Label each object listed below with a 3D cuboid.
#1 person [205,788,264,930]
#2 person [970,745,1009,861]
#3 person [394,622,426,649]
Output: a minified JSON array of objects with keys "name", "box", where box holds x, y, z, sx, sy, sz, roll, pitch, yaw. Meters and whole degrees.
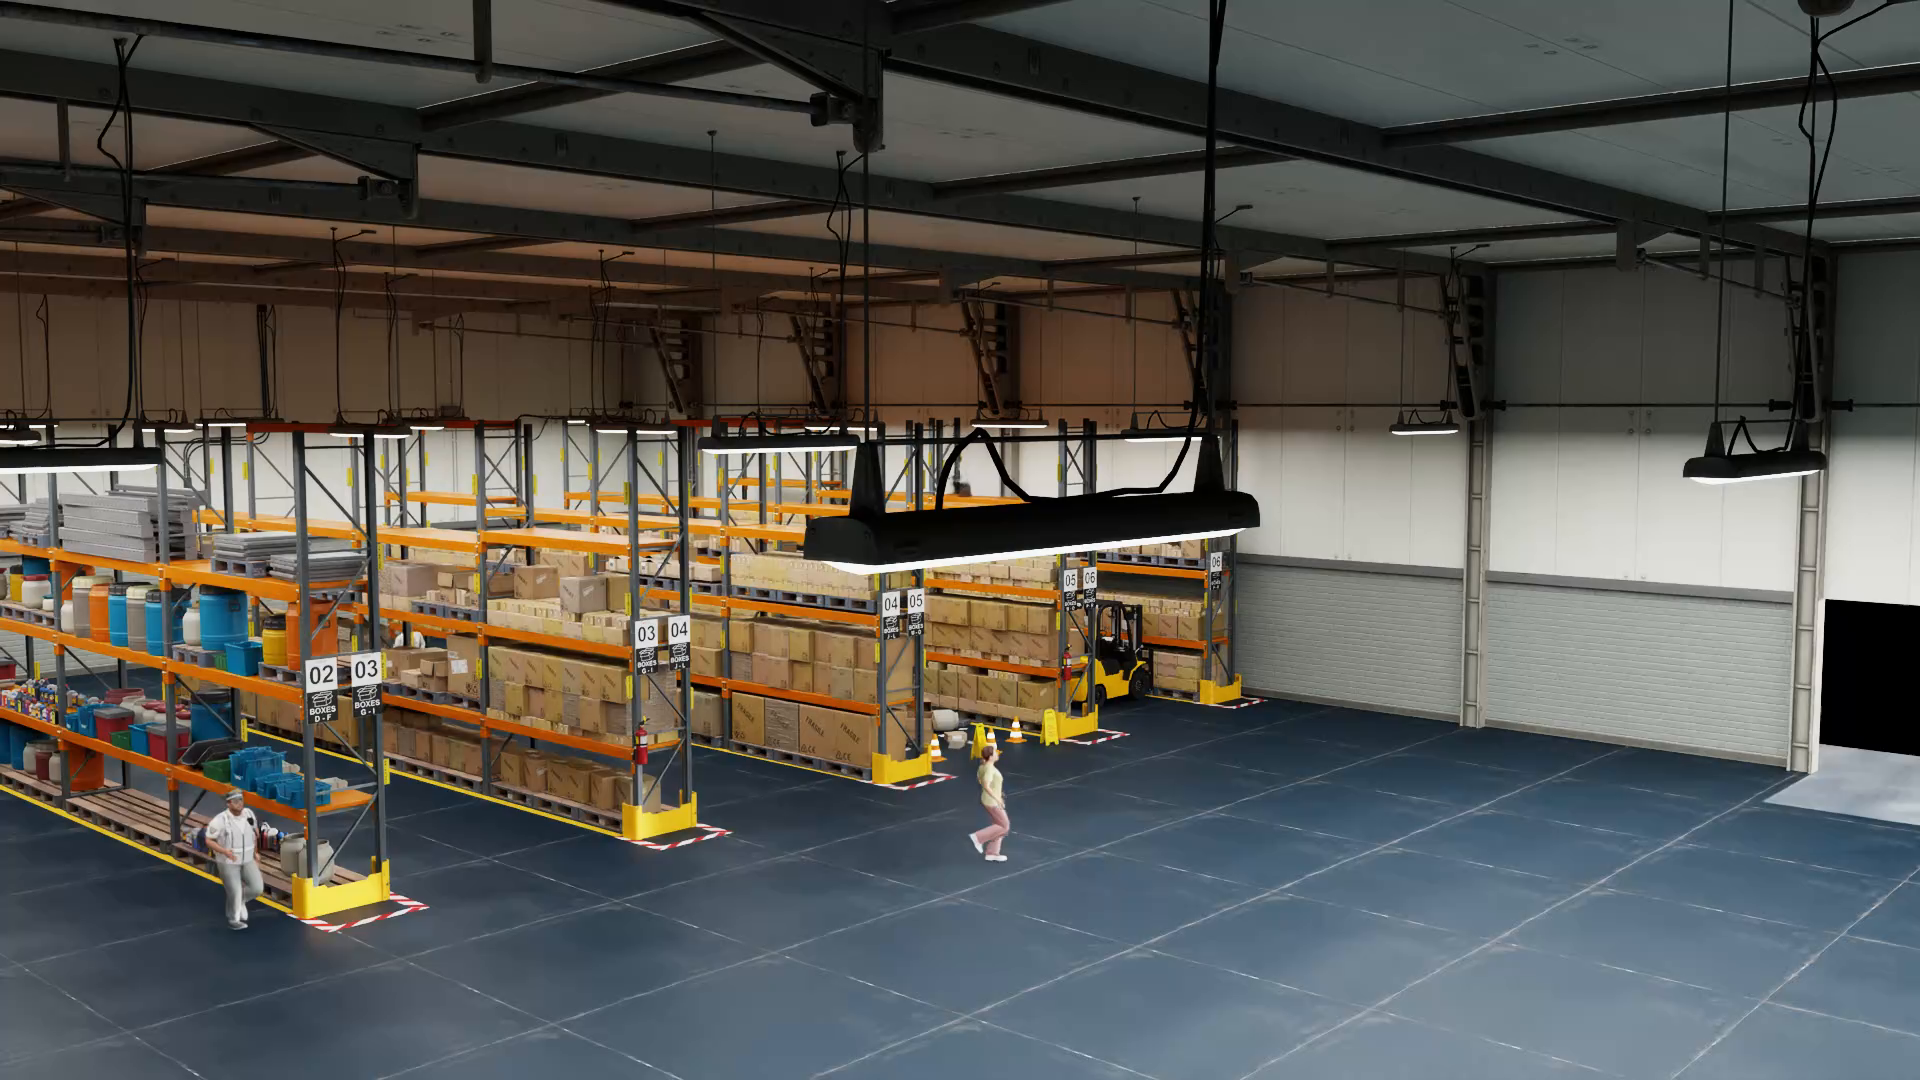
[{"name":"person","box":[-8.670,3.835,19.977,0.557,1.739,0.702,4,6,37]},{"name":"person","box":[0.392,3.648,23.034,0.565,1.627,0.589,-1,5,-14]},{"name":"person","box":[-11.622,2.591,35.244,0.716,1.741,0.572,-4,6,-38]}]
